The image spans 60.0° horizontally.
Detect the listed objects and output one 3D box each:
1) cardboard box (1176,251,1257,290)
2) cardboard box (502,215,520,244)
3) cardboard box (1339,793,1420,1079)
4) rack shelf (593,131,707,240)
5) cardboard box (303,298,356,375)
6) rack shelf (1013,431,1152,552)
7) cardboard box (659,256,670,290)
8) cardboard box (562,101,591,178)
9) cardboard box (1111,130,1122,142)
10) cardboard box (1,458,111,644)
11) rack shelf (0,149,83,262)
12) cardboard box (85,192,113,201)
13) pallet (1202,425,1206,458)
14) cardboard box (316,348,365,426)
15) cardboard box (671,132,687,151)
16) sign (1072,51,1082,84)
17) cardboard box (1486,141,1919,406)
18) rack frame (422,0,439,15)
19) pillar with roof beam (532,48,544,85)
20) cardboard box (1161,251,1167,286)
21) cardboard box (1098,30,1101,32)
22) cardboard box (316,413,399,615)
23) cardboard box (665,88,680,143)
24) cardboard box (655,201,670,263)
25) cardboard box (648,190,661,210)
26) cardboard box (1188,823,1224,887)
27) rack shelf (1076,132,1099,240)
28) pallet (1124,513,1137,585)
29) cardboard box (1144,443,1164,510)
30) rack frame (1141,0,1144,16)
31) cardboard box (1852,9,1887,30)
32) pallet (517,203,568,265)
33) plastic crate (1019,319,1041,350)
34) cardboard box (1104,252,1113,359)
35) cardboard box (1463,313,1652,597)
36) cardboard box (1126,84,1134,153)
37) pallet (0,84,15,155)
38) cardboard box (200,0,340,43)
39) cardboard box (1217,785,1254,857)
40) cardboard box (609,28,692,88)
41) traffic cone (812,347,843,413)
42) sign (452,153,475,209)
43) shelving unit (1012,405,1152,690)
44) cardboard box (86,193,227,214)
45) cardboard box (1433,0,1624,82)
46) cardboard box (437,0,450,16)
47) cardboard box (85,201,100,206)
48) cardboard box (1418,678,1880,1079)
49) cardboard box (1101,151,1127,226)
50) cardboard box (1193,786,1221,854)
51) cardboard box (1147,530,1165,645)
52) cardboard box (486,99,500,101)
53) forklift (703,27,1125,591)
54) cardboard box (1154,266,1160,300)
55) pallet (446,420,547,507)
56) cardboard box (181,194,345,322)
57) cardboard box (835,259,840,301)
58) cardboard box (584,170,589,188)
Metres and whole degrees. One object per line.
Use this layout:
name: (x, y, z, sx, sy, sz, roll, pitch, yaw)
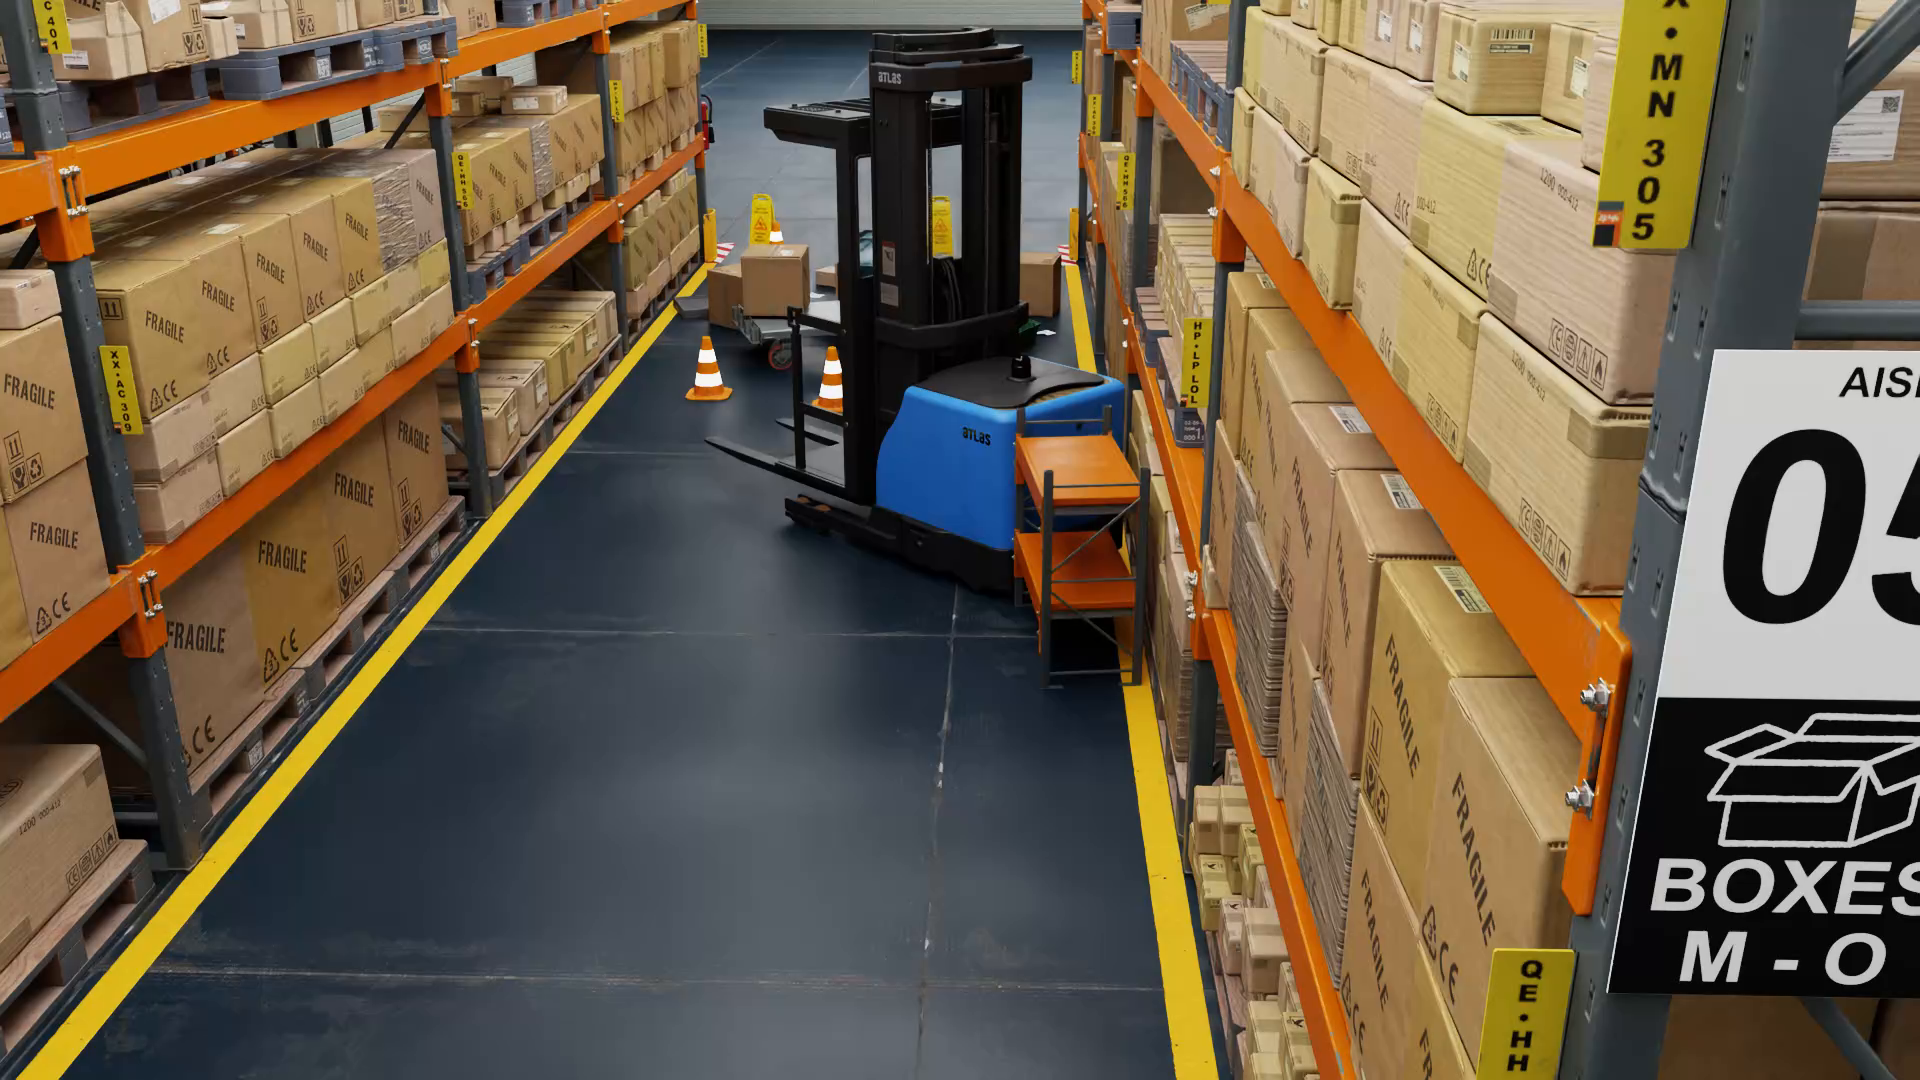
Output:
cardboard box: (1.274, -1.340, 8.280, 0.380, 0.149, 0.250, 2, 21, 4)
cardboard box: (-3.115, -2.040, 10.907, 0.380, 0.149, 0.250, 1, 21, 2)
cardboard box: (1.048, 0.827, 3.201, 0.500, 0.500, 0.500, 0, 21, 1)
rack shelf: (-3.254, -3.380, 15.589, 1.077, 0.370, 4.000, 1, 21, 2)
cardboard box: (-3.220, -0.973, 7.907, 0.500, 0.250, 0.500, 0, 21, 0)
rack shelf: (0.594, -0.261, 8.336, 0.538, 0.278, 1.000, -2, 21, -5)
cardboard box: (-3.008, -2.502, 15.551, 0.500, 0.250, 0.500, 0, 21, 1)
cardboard box: (-3.113, -3.025, 12.548, 0.500, 0.500, 0.500, 1, 21, 2)
cardboard box: (1.635, -3.178, 13.866, 0.875, 0.550, 0.550, 1, 21, 2)
cardboard box: (-3.317, 0.024, 5.683, 0.500, 0.500, 0.500, 1, 21, 2)
rack shelf: (-3.619, -0.440, 3.864, 1.077, 0.370, 4.000, 1, 21, 2)
cardboard box: (-8.418, -3.154, 15.849, 0.500, 0.250, 0.500, 0, 21, 1)
pallet: (1.562, -0.268, 6.837, 1.003, 0.211, 1.213, 1, 21, 2)
cardboard box: (-3.211, -0.739, 7.995, 0.500, 0.250, 0.500, 0, 21, 1)
cardboard box: (-2.894, -3.906, 16.295, 0.380, 0.149, 0.250, 1, 21, 3)
sign: (1.203, -4.870, 17.127, 0.100, 0.325, 0.005, 1, 21, 2)
cardboard box: (1.031, -0.367, 2.197, 0.500, 0.250, 0.500, 0, 21, 0)
rack frame: (-3.436, -4.343, 8.783, 1.000, 3.000, 0.127, 1, 21, 2)
pillar with roof beam: (-4.226, -13.508, 32.403, 9.100, 9.000, 0.400, 1, 21, 2)
cardboard box: (1.293, -1.475, 9.040, 0.380, 0.149, 0.250, 2, 21, 4)
cardboard box: (1.783, -4.661, 16.194, 0.875, 0.550, 0.550, 1, 21, 2)
cardboard box: (-3.572, -0.180, 8.704, 0.875, 0.875, 0.875, 1, 21, 2)
cardboard box: (-2.973, -4.063, 15.805, 0.500, 0.500, 0.500, 1, 21, 1)
cardboard box: (-3.005, -2.848, 15.405, 0.500, 0.500, 0.500, 2, 21, 4)
cardboard box: (-2.944, -3.097, 15.151, 0.380, 0.149, 0.250, 2, 21, 5)
cardboard box: (1.061, 1.179, 6.204, 0.380, 0.149, 0.250, 0, 21, -1)
rack shelf: (1.697, -3.363, 15.543, 1.077, 0.370, 4.000, 1, 21, 2)
pallet: (1.489, 0.054, 9.598, 1.003, 0.211, 1.213, 1, 21, 2)
cardboard box: (1.208, -0.300, 8.493, 0.500, 0.250, 0.500, 1, 21, 2)
rack frame: (1.515, -4.325, 8.737, 1.000, 3.000, 0.127, 1, 21, 2)
cardboard box: (1.624, -0.775, 2.699, 0.380, 0.149, 0.250, 1, 21, 2)
pallet: (-3.417, -2.173, 11.748, 1.003, 0.211, 1.213, 1, 21, 2)
plastic crate: (0.332, -1.768, 14.246, 0.450, 0.188, 0.662, 23, 29, 25)
cardboard box: (1.707, -1.896, 13.299, 1.050, 0.750, 0.750, 1, 21, 1)
cardboard box: (1.021, -0.132, 2.283, 0.500, 0.250, 0.500, 0, 21, 0)
cardboard box: (1.613, -3.122, 12.408, 0.700, 0.500, 0.500, 0, 21, 1)
pallet: (-3.593, -1.162, 4.852, 1.003, 0.211, 1.213, 1, 21, 2)
cardboard box: (-3.200, -2.547, 7.581, 0.500, 0.500, 0.500, 1, 21, 2)
cardboard box: (1.108, 0.995, 5.856, 0.380, 0.149, 0.250, 2, 21, 4)
cardboard box: (-2.926, -4.535, 15.638, 0.700, 0.500, 0.500, 0, 21, 1)
traffic cone: (-0.962, -1.230, 12.560, 0.336, 0.463, 0.334, 1, 21, 2)
sign: (-2.881, -2.081, 9.646, 0.100, 0.325, 0.005, 1, 21, 2)
shelving unit: (0.594, 0.012, 8.442, 0.538, 1.125, 1.048, -2, 21, -5)
cardboard box: (-3.751, -1.335, 7.802, 0.500, 0.500, 0.500, 1, 21, 2)
cardboard box: (1.068, -0.875, 2.957, 0.380, 0.149, 0.250, 0, 21, 0)
cardboard box: (-3.249, -3.087, 9.876, 0.396, 0.266, 0.258, 1, 21, 2)
cardboard box: (-7.918, -2.962, 15.355, 0.500, 0.250, 0.500, 1, 21, 3)
cardboard box: (1.037, 0.544, 2.548, 0.500, 0.500, 0.500, 0, 21, 1)
cardboard box: (1.337, -2.652, 12.578, 0.500, 0.500, 0.500, 1, 21, 2)
cardboard box: (1.062, 1.040, 6.151, 0.380, 0.149, 0.250, 2, 21, 4)
cardboard box: (1.199, 0.246, 8.123, 0.500, 0.500, 0.500, 0, 21, 0)
cardboard box: (-3.616, -3.207, 13.019, 0.500, 0.500, 0.500, 1, 21, 3)
forklift: (-0.434, -1.529, 9.918, 1.130, 2.935, 3.031, -19, 28, -40)
cardboard box: (1.299, -1.448, 9.380, 0.380, 0.149, 0.250, 0, 21, 1)
pallet: (-3.411, -0.529, 11.100, 1.003, 0.211, 1.213, 1, 21, 2)
cardboard box: (-3.242, -1.321, 7.767, 0.500, 0.500, 0.500, 0, 21, 1)
cardboard box: (-0.736, -2.337, 15.169, 0.797, 0.637, 0.503, 1, 21, 2)
cardboard box: (-3.080, -2.787, 12.832, 0.380, 0.149, 0.250, 0, 21, 0)
